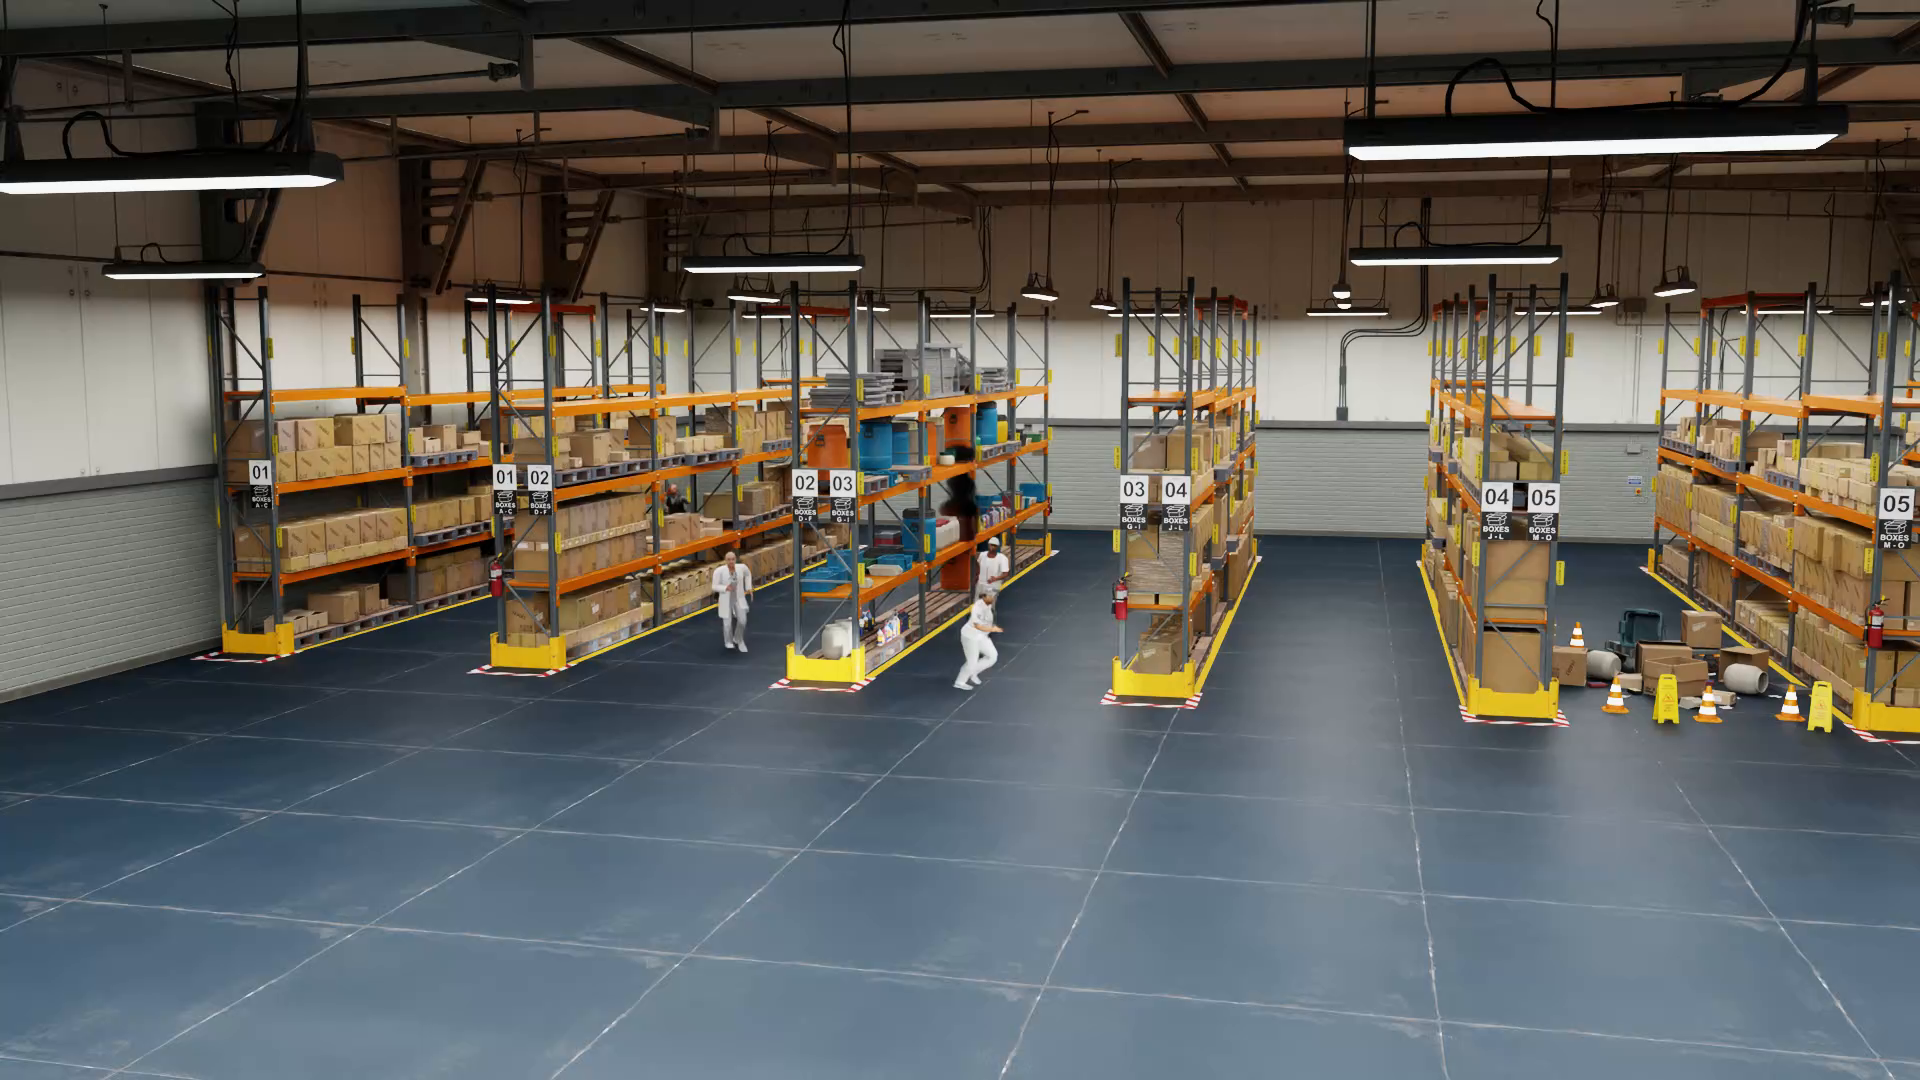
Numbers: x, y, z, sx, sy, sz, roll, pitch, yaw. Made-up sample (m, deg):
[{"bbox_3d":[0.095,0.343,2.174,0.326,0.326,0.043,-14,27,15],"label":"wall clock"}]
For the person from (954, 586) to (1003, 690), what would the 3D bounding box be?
[{"bbox_3d":[0.287,1.440,24.418,0.799,1.566,0.596,4,7,29],"label":"person"}]

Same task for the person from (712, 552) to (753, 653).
[{"bbox_3d":[-3.746,1.018,27.391,0.699,1.697,1.003,-2,7,-13],"label":"person"}]

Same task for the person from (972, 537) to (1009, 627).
[{"bbox_3d":[0.507,0.804,28.905,0.742,1.736,0.835,2,7,17],"label":"person"}]

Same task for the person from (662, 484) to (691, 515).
[{"bbox_3d":[-6.901,-0.549,40.304,0.609,1.604,0.815,2,7,14],"label":"person"}]
